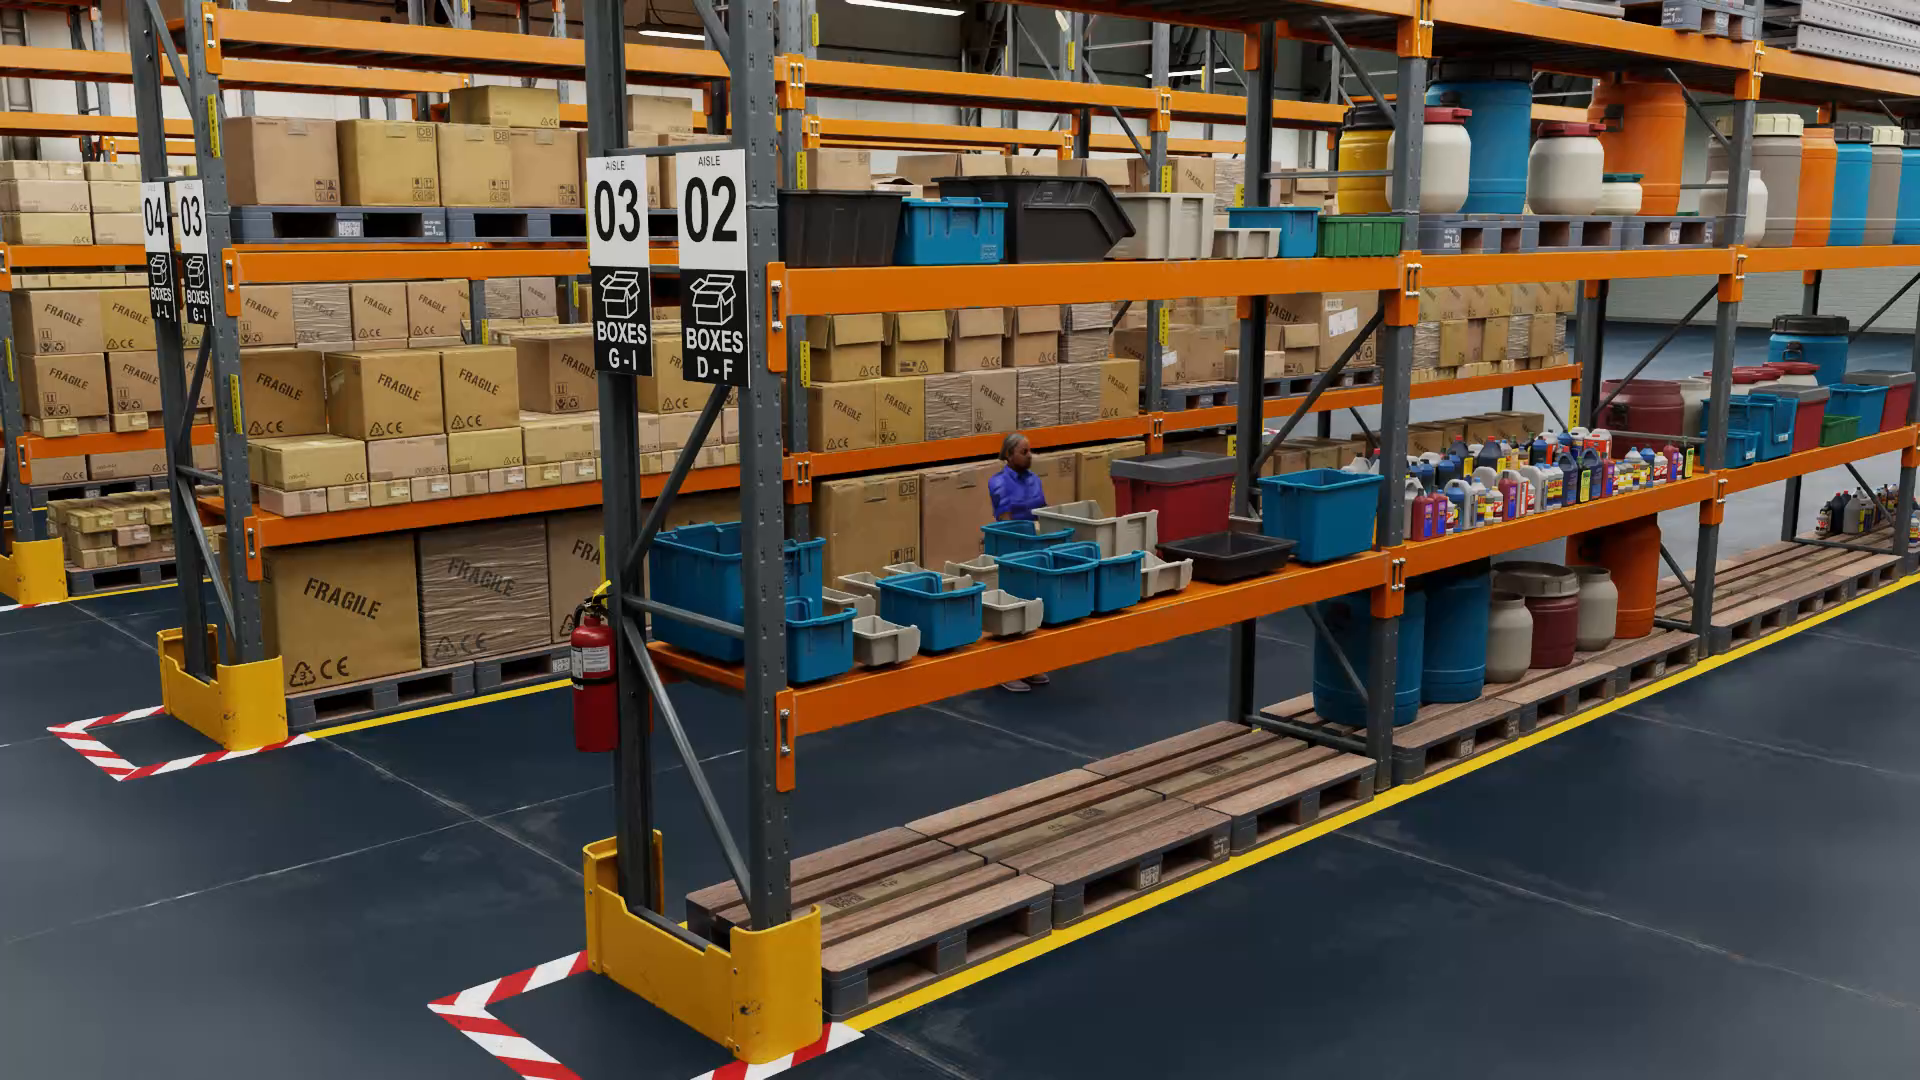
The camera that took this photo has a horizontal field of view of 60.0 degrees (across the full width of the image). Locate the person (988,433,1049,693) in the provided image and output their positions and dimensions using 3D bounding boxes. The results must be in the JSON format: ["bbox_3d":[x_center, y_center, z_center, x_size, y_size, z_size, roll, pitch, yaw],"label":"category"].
[{"bbox_3d":[0.426,0.142,10.709,0.434,1.657,0.502,-10,15,-43],"label":"person"}]
